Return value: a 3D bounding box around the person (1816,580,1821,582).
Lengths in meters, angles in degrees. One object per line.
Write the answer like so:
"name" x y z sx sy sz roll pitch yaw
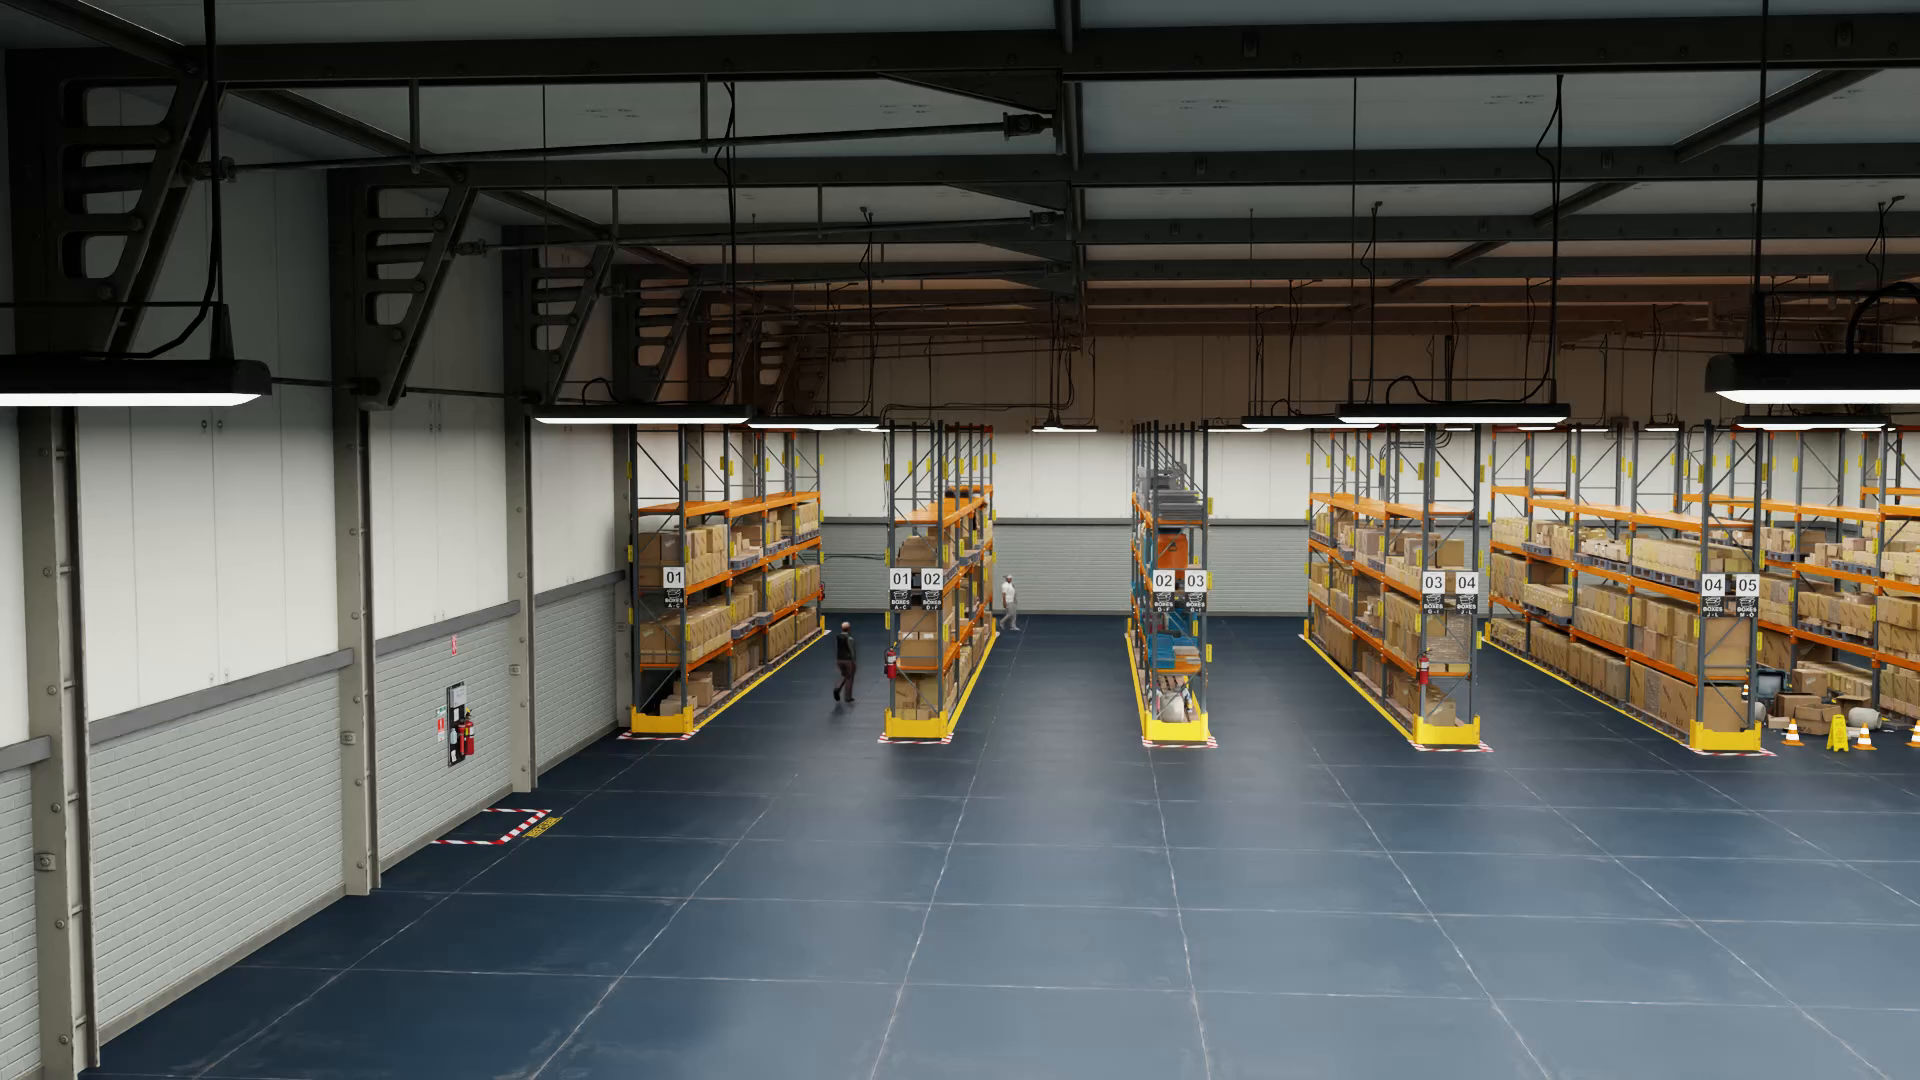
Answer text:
"person" 24.141 1.943 46.785 0.922 1.620 0.511 0 4 3

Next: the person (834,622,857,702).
"person" -2.448 2.605 35.486 0.551 1.712 0.524 3 5 38

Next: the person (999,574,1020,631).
"person" 1.445 1.816 48.512 0.567 1.673 0.555 1 4 21
